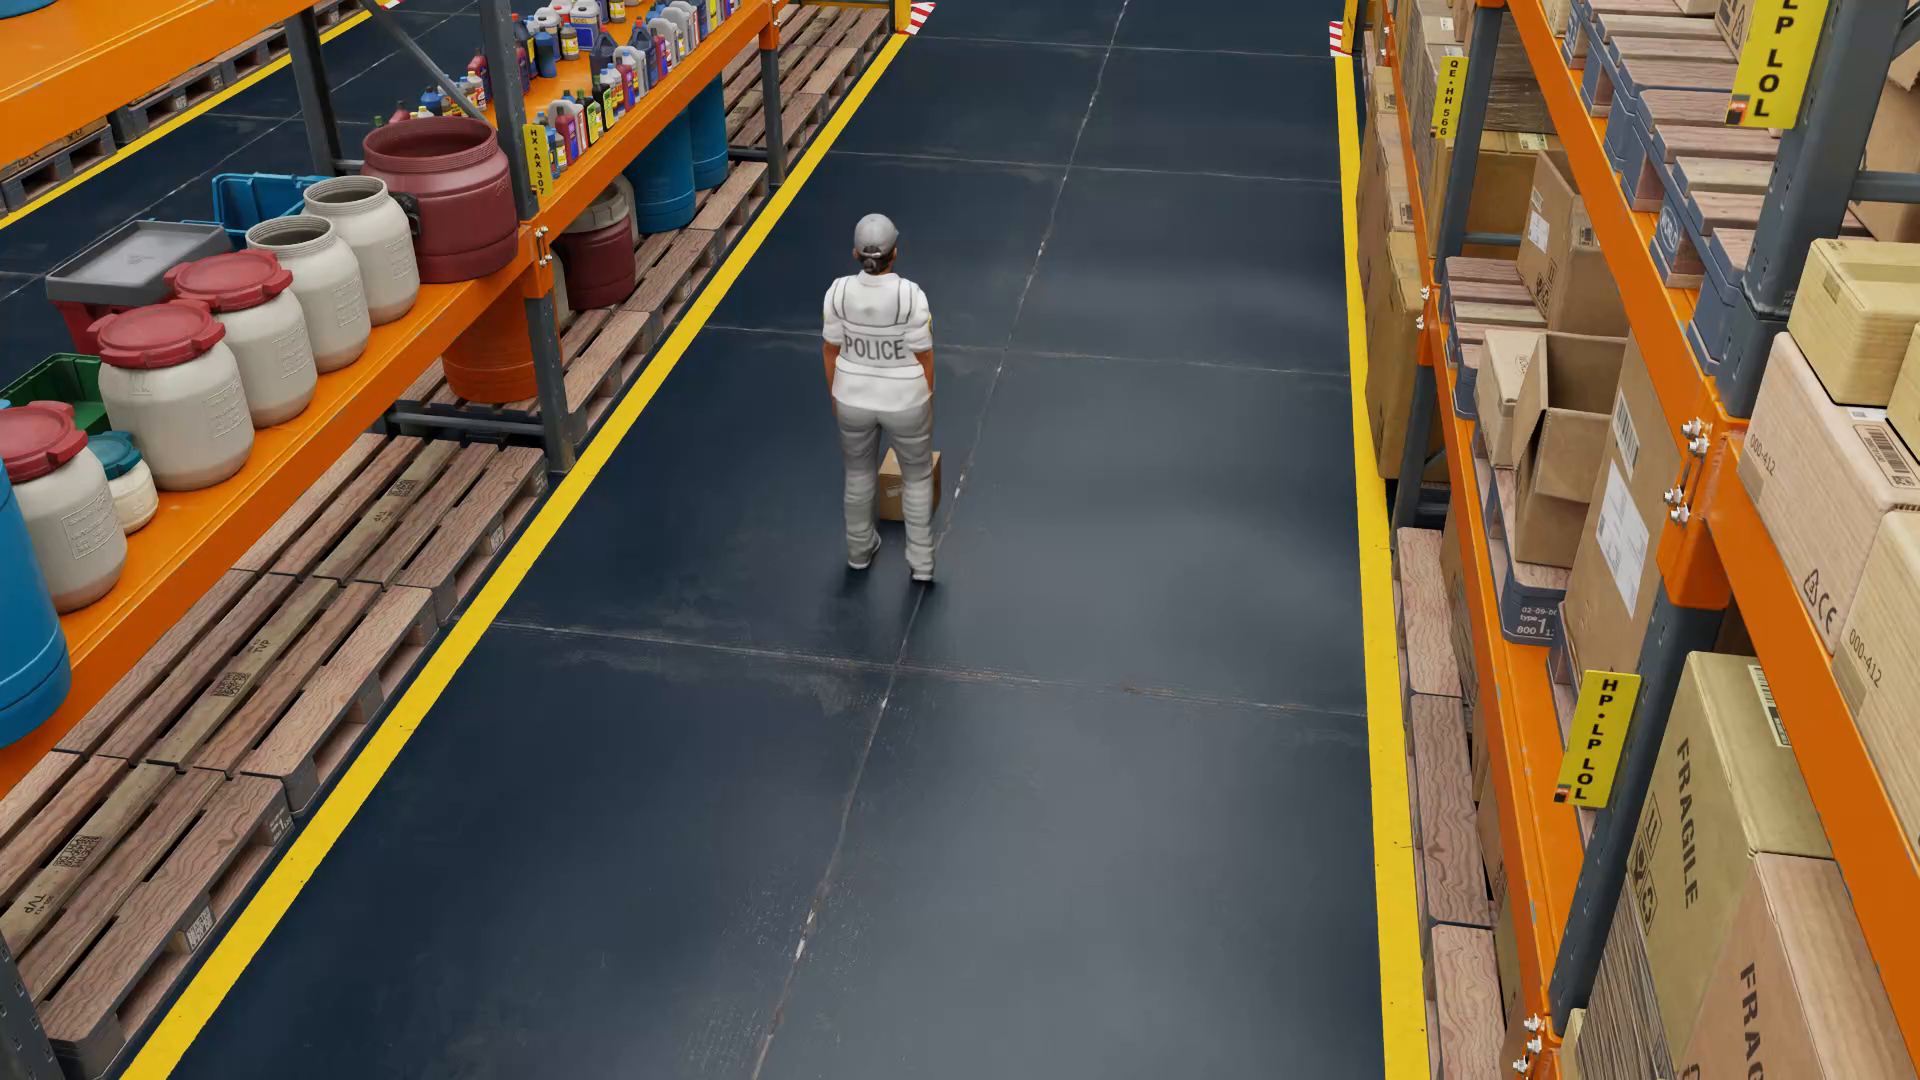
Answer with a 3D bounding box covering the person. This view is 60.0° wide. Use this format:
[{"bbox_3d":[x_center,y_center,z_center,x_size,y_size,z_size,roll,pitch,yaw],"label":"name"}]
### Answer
[{"bbox_3d":[-0.327,-0.575,7.094,0.485,1.721,0.386,6,33,9],"label":"person"}]
